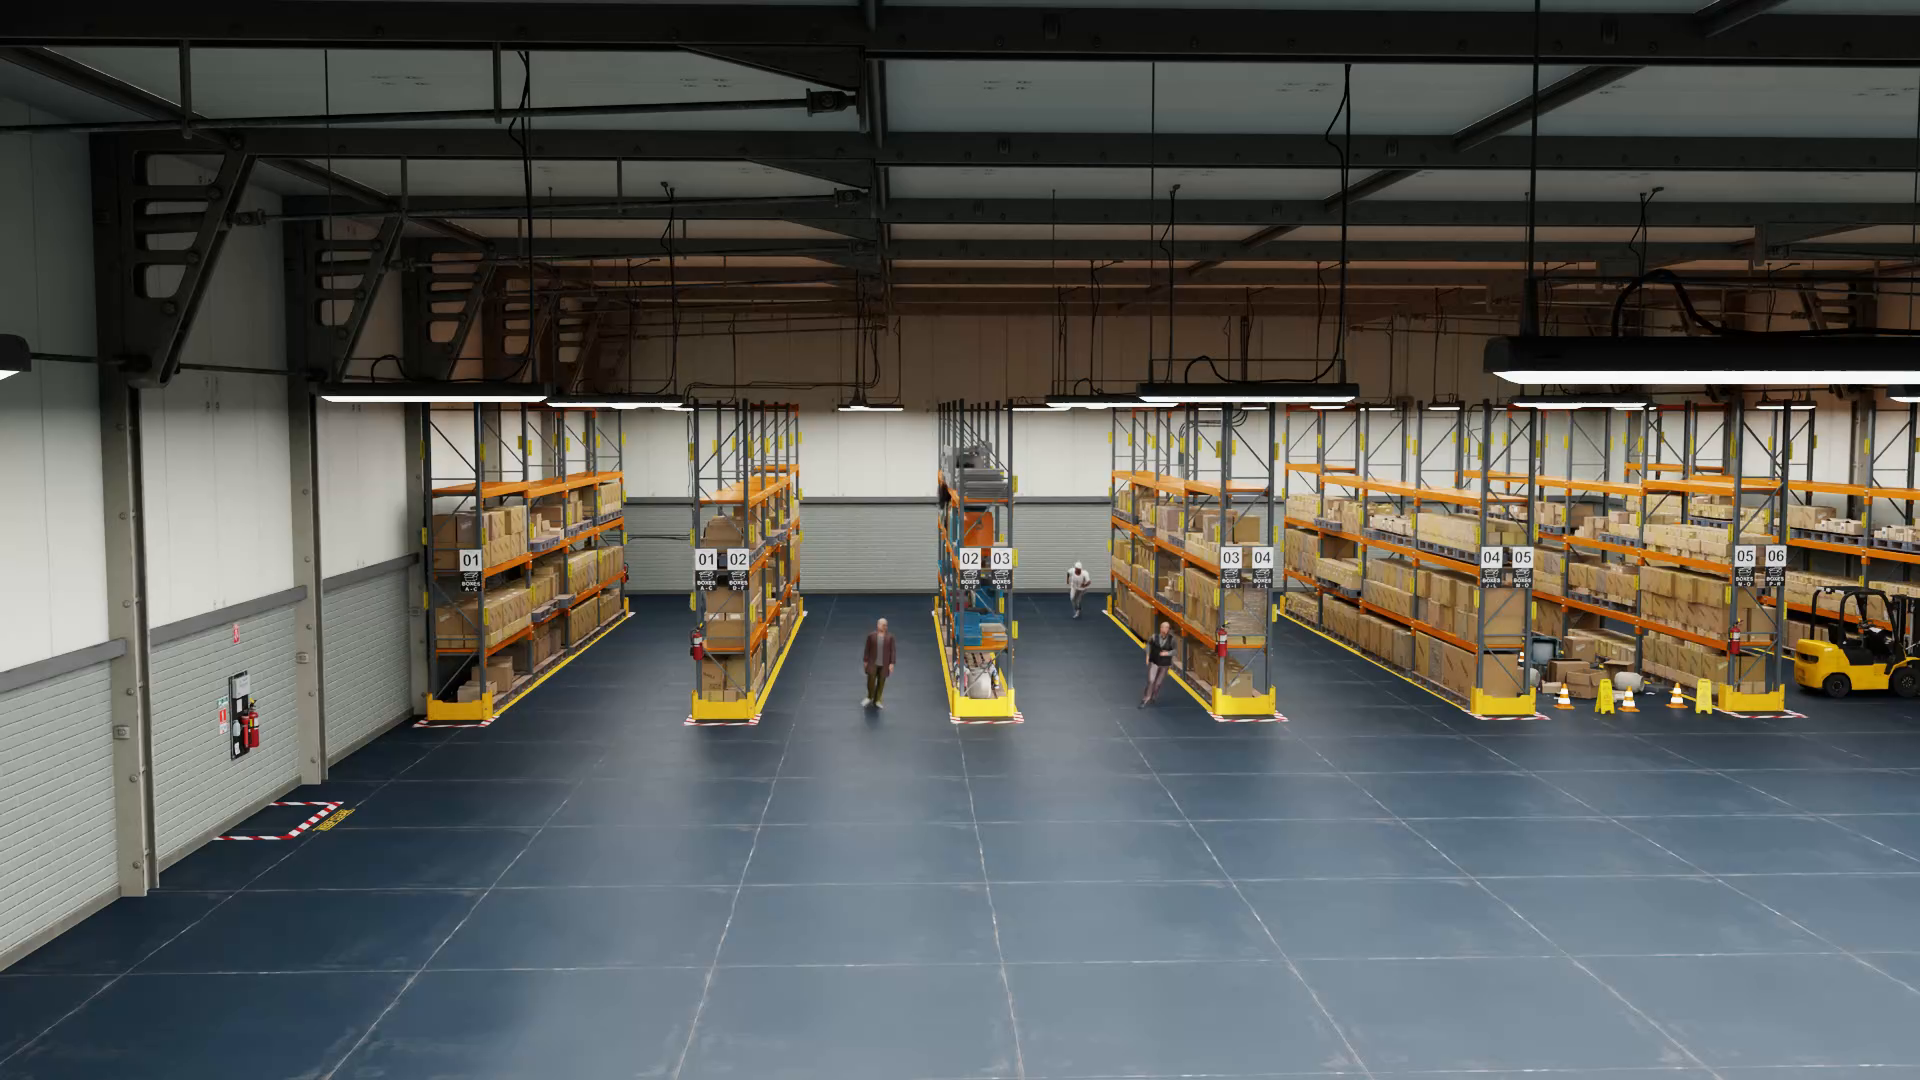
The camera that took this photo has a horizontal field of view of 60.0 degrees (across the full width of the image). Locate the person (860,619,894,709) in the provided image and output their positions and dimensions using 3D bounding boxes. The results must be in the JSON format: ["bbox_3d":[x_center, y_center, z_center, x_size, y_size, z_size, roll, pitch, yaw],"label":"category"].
[{"bbox_3d":[-1.595,2.386,32.115,0.660,1.764,0.444,-1,4,-8],"label":"person"}]

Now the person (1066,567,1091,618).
[{"bbox_3d":[3.322,1.388,46.655,0.728,1.539,1.101,1,4,10],"label":"person"}]

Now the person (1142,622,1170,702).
[{"bbox_3d":[3.821,2.364,32.312,0.565,1.573,0.762,0,4,4],"label":"person"}]
